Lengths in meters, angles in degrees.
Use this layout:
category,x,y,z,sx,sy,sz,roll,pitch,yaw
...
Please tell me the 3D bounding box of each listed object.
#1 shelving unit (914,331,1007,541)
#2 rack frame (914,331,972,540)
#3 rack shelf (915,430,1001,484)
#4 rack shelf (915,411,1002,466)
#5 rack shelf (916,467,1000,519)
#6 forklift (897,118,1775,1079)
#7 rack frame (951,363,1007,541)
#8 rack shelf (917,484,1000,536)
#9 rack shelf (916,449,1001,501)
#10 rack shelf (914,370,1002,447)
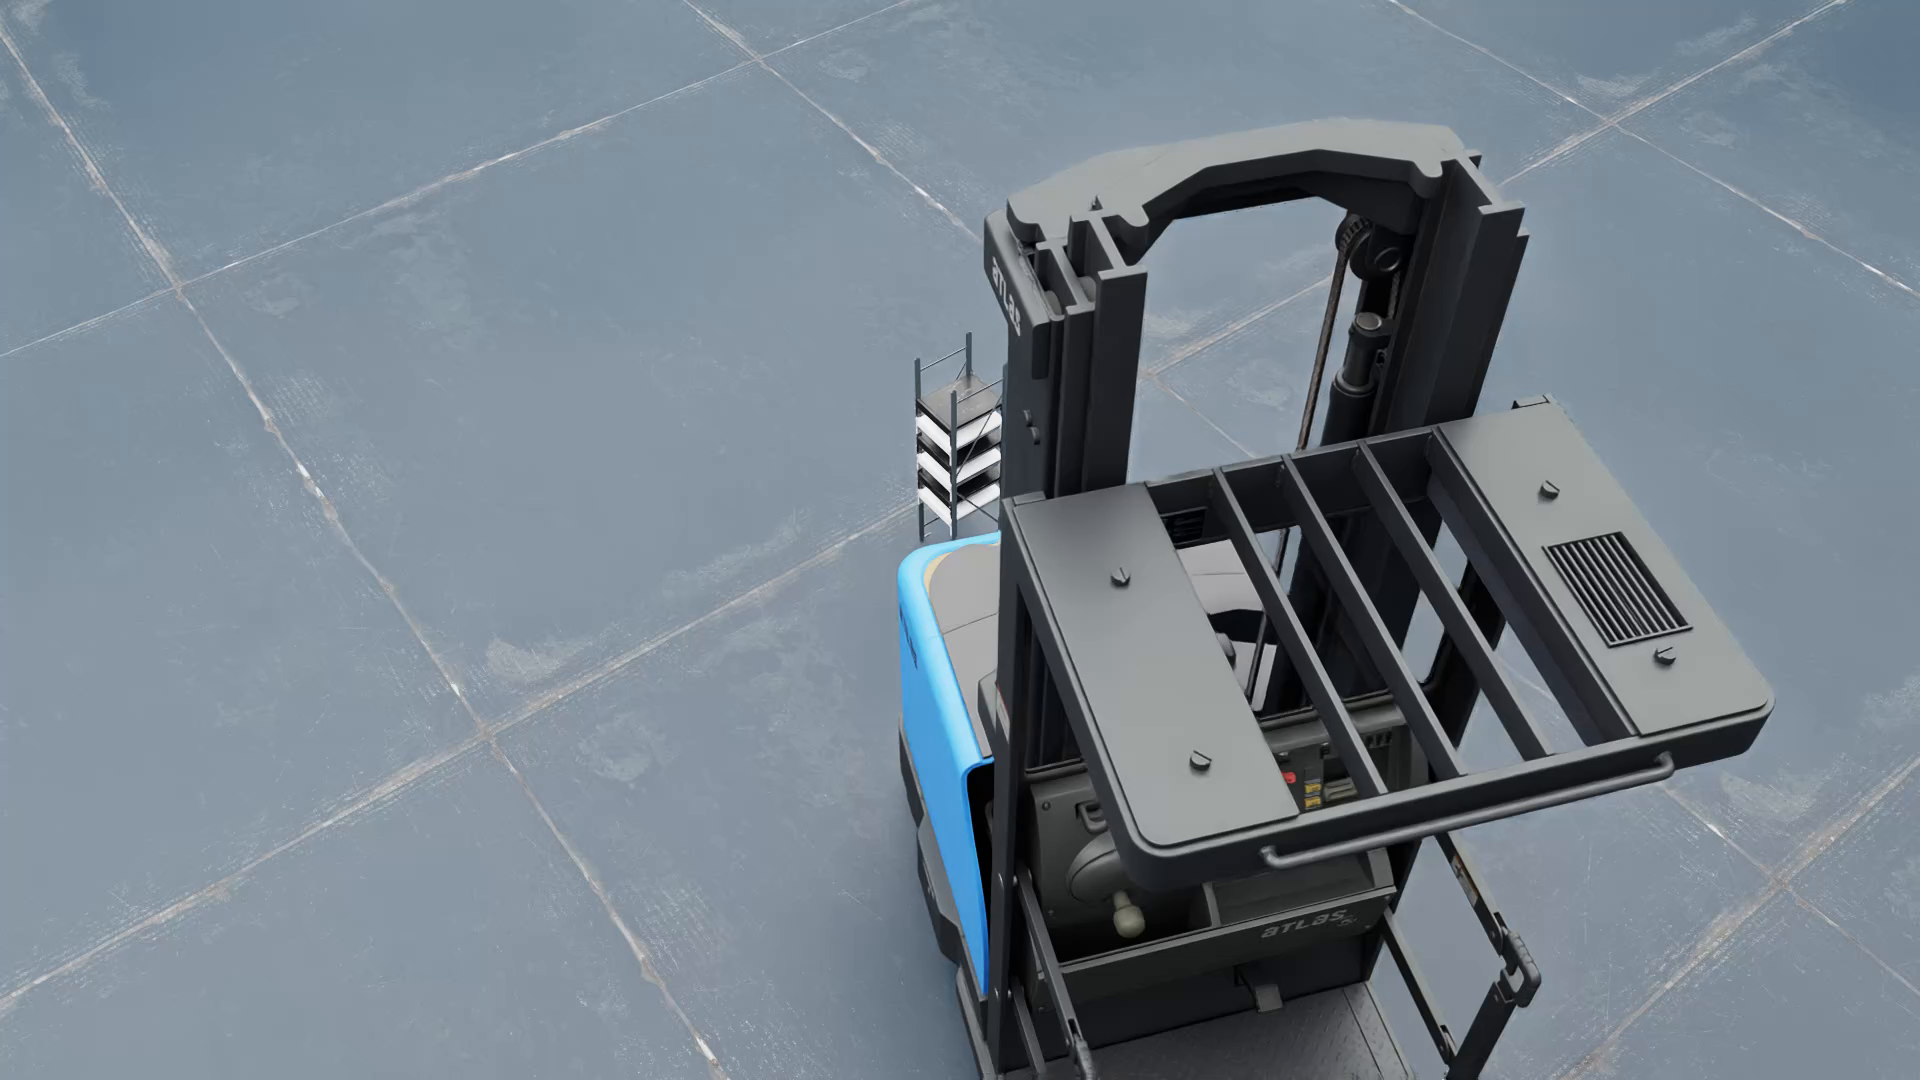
category,x,y,z,sx,sy,sz,roll,pitch,yaw
shelving unit,0.005,-0.297,5.912,0.258,0.900,0.210,-29,54,-24
rack frame,-0.057,-0.357,5.967,0.240,0.900,0.006,-29,54,-24
rack shelf,0.005,-0.336,5.870,0.258,0.077,0.200,-29,54,-24
rack shelf,0.005,-0.396,5.804,0.258,0.077,0.200,-29,54,-24
rack shelf,0.005,-0.215,6.004,0.258,0.077,0.200,-29,54,-24
forklift,0.675,0.733,3.608,1.130,2.935,3.031,-11,49,-10
rack frame,0.066,-0.237,5.858,0.240,0.900,0.006,-29,54,-24
rack shelf,0.005,-0.154,6.070,0.258,0.077,0.200,-29,54,-24
rack shelf,0.005,-0.275,5.937,0.258,0.077,0.200,-29,54,-24
rack shelf,0.005,-0.456,5.737,0.258,0.077,0.200,-29,54,-24
